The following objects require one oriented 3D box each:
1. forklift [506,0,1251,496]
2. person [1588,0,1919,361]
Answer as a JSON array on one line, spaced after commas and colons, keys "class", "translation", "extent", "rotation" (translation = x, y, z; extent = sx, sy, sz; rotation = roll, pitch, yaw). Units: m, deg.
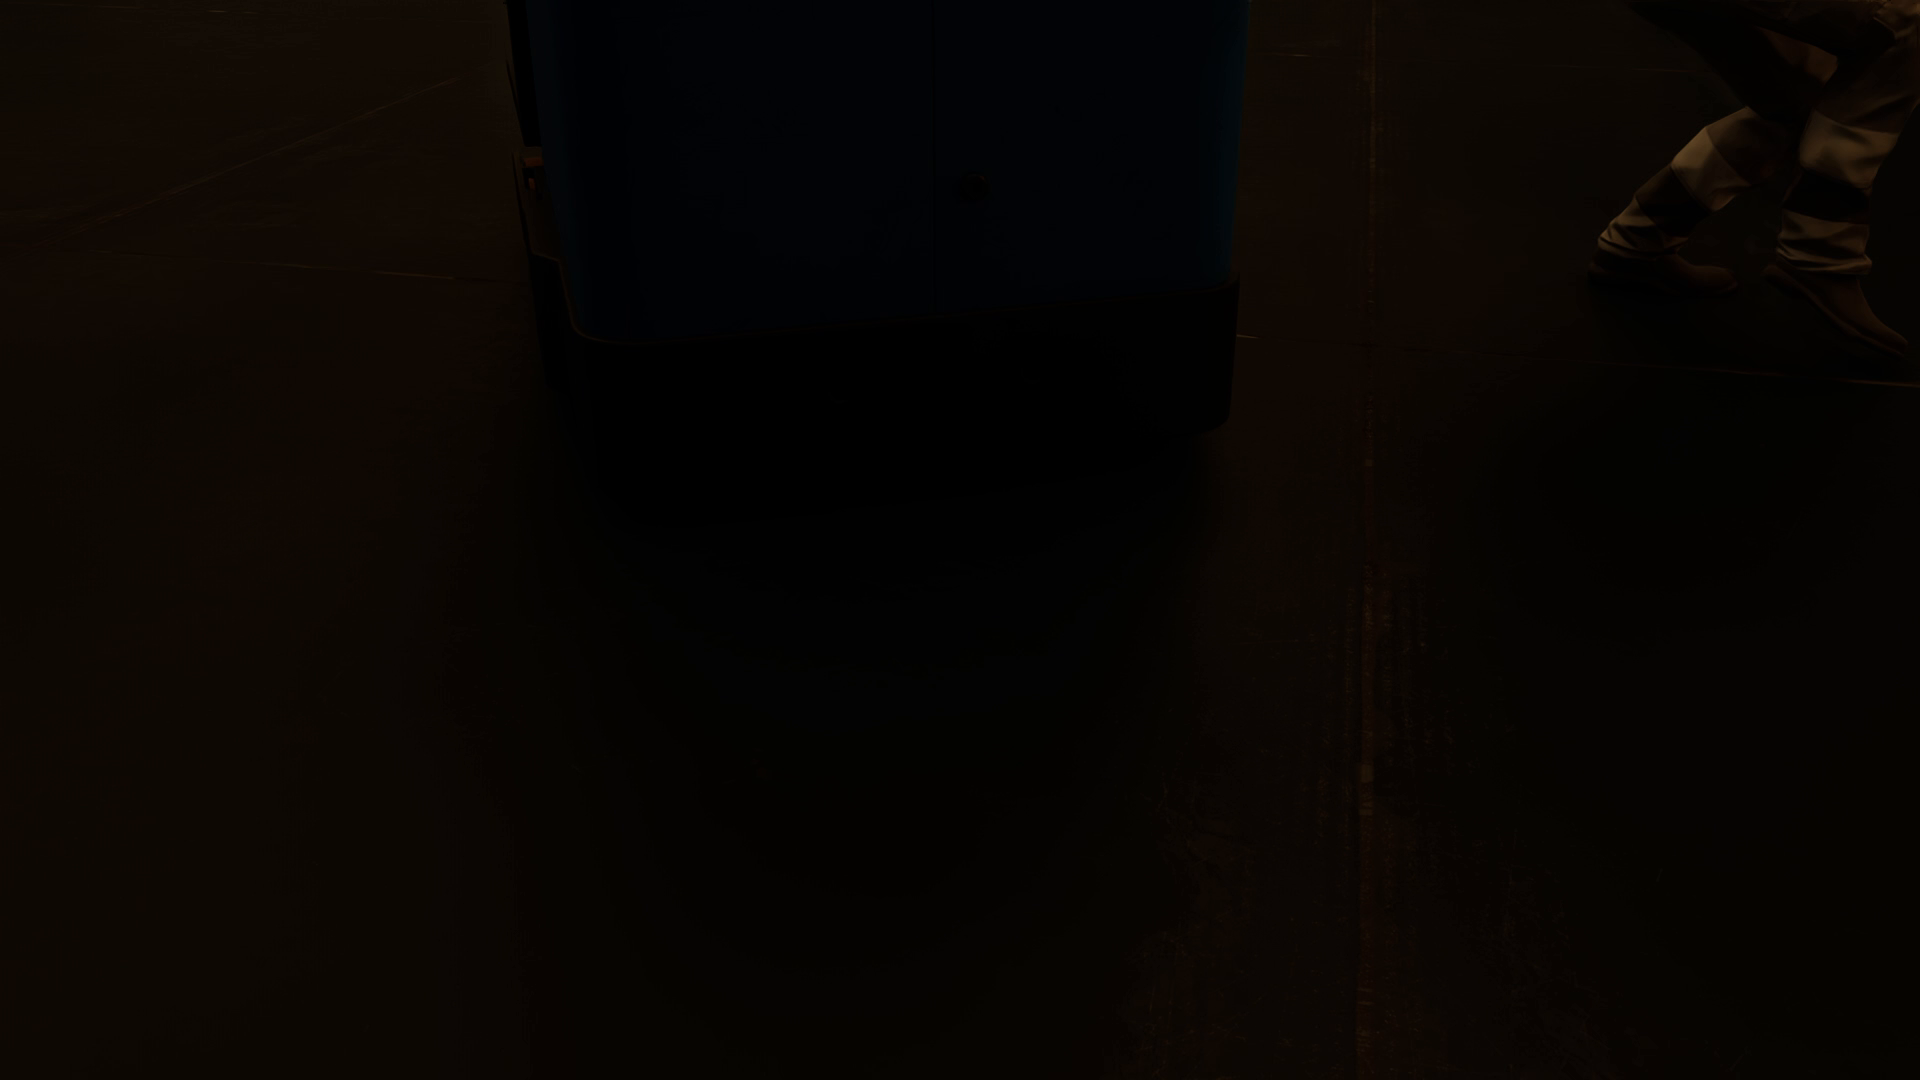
[{"class": "forklift", "translation": [-0.445, -2.018, 3.246], "extent": [1.130, 2.935, 3.031], "rotation": [-7, 28, -14]}, {"class": "person", "translation": [1.524, -1.121, 3.026], "extent": [0.771, 1.561, 0.781], "rotation": [14, 30, 25]}]
